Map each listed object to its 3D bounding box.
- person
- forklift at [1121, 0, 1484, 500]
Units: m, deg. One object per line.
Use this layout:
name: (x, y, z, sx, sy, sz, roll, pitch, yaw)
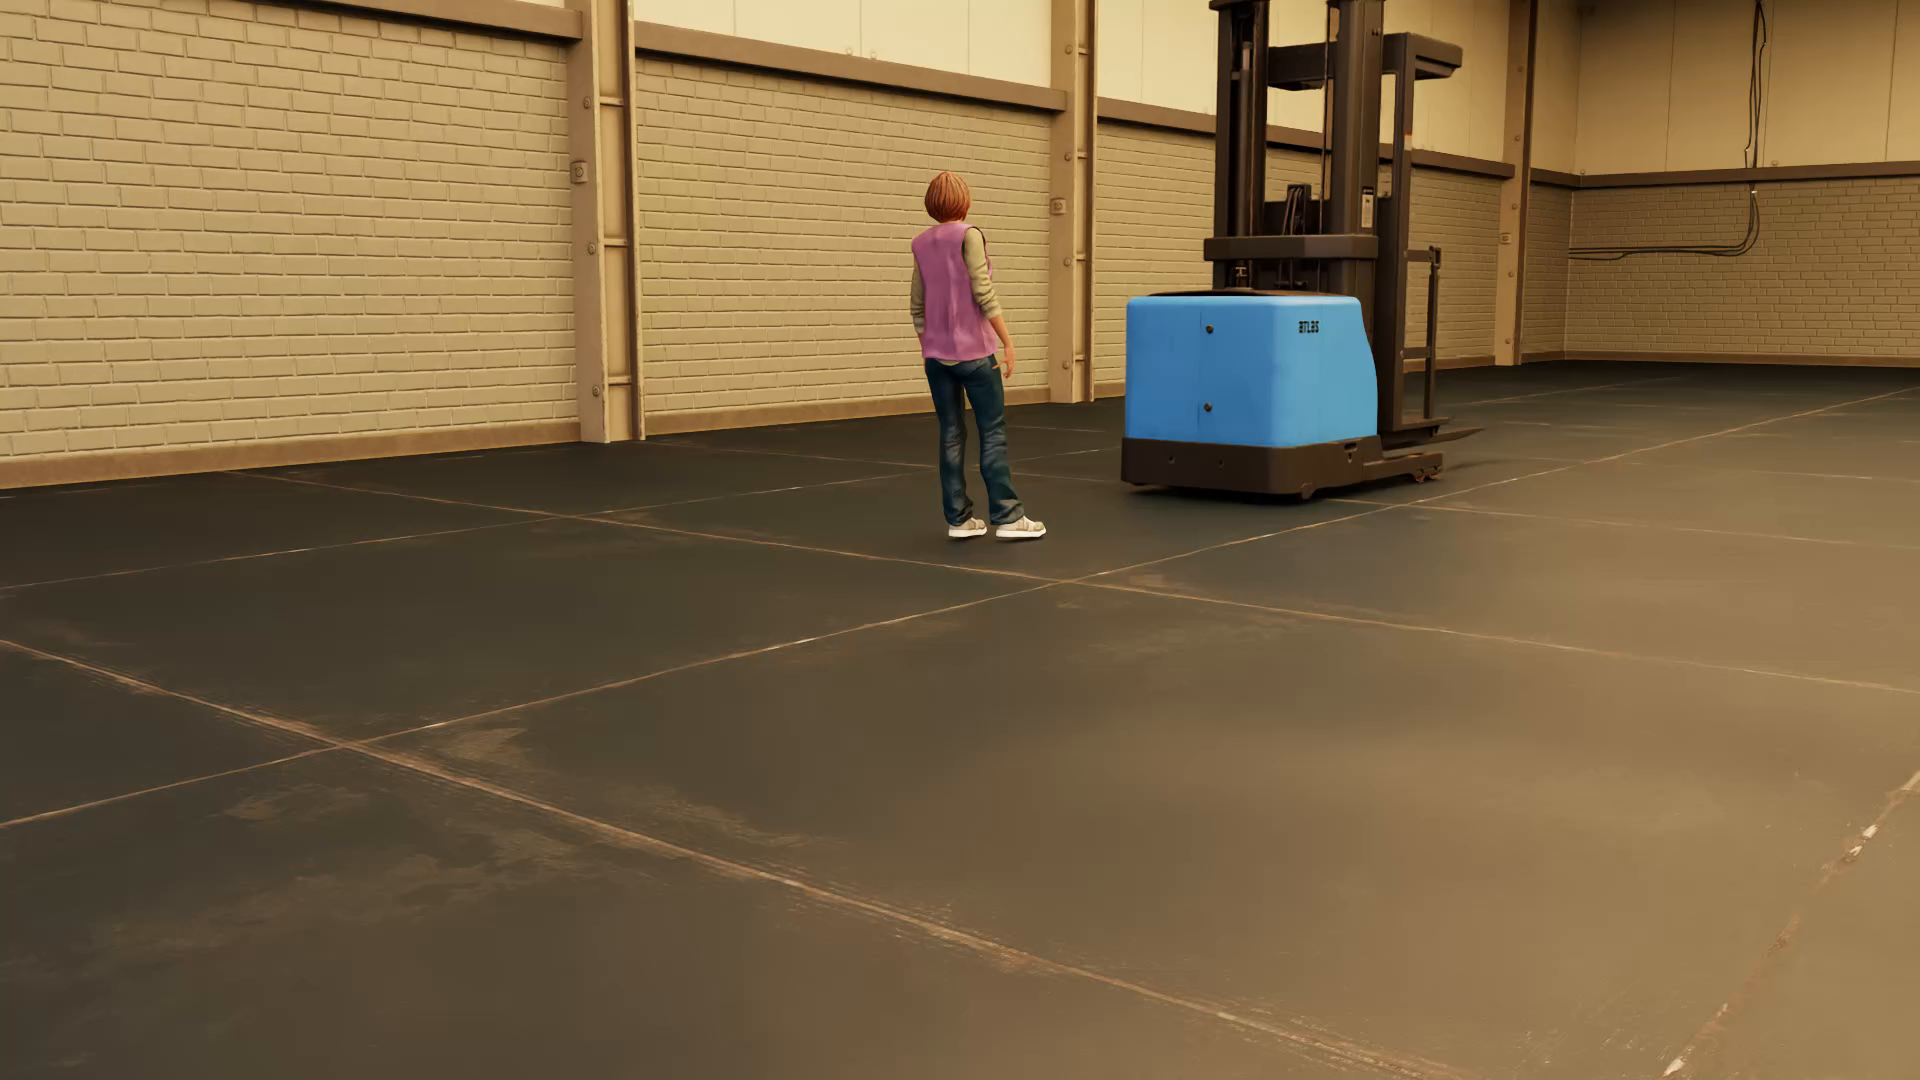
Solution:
person: (0.058, -0.805, 7.337, 0.520, 1.599, 0.473, 7, 11, 38)
forklift: (2.209, -1.823, 9.742, 1.130, 2.935, 3.031, 7, 11, 39)
